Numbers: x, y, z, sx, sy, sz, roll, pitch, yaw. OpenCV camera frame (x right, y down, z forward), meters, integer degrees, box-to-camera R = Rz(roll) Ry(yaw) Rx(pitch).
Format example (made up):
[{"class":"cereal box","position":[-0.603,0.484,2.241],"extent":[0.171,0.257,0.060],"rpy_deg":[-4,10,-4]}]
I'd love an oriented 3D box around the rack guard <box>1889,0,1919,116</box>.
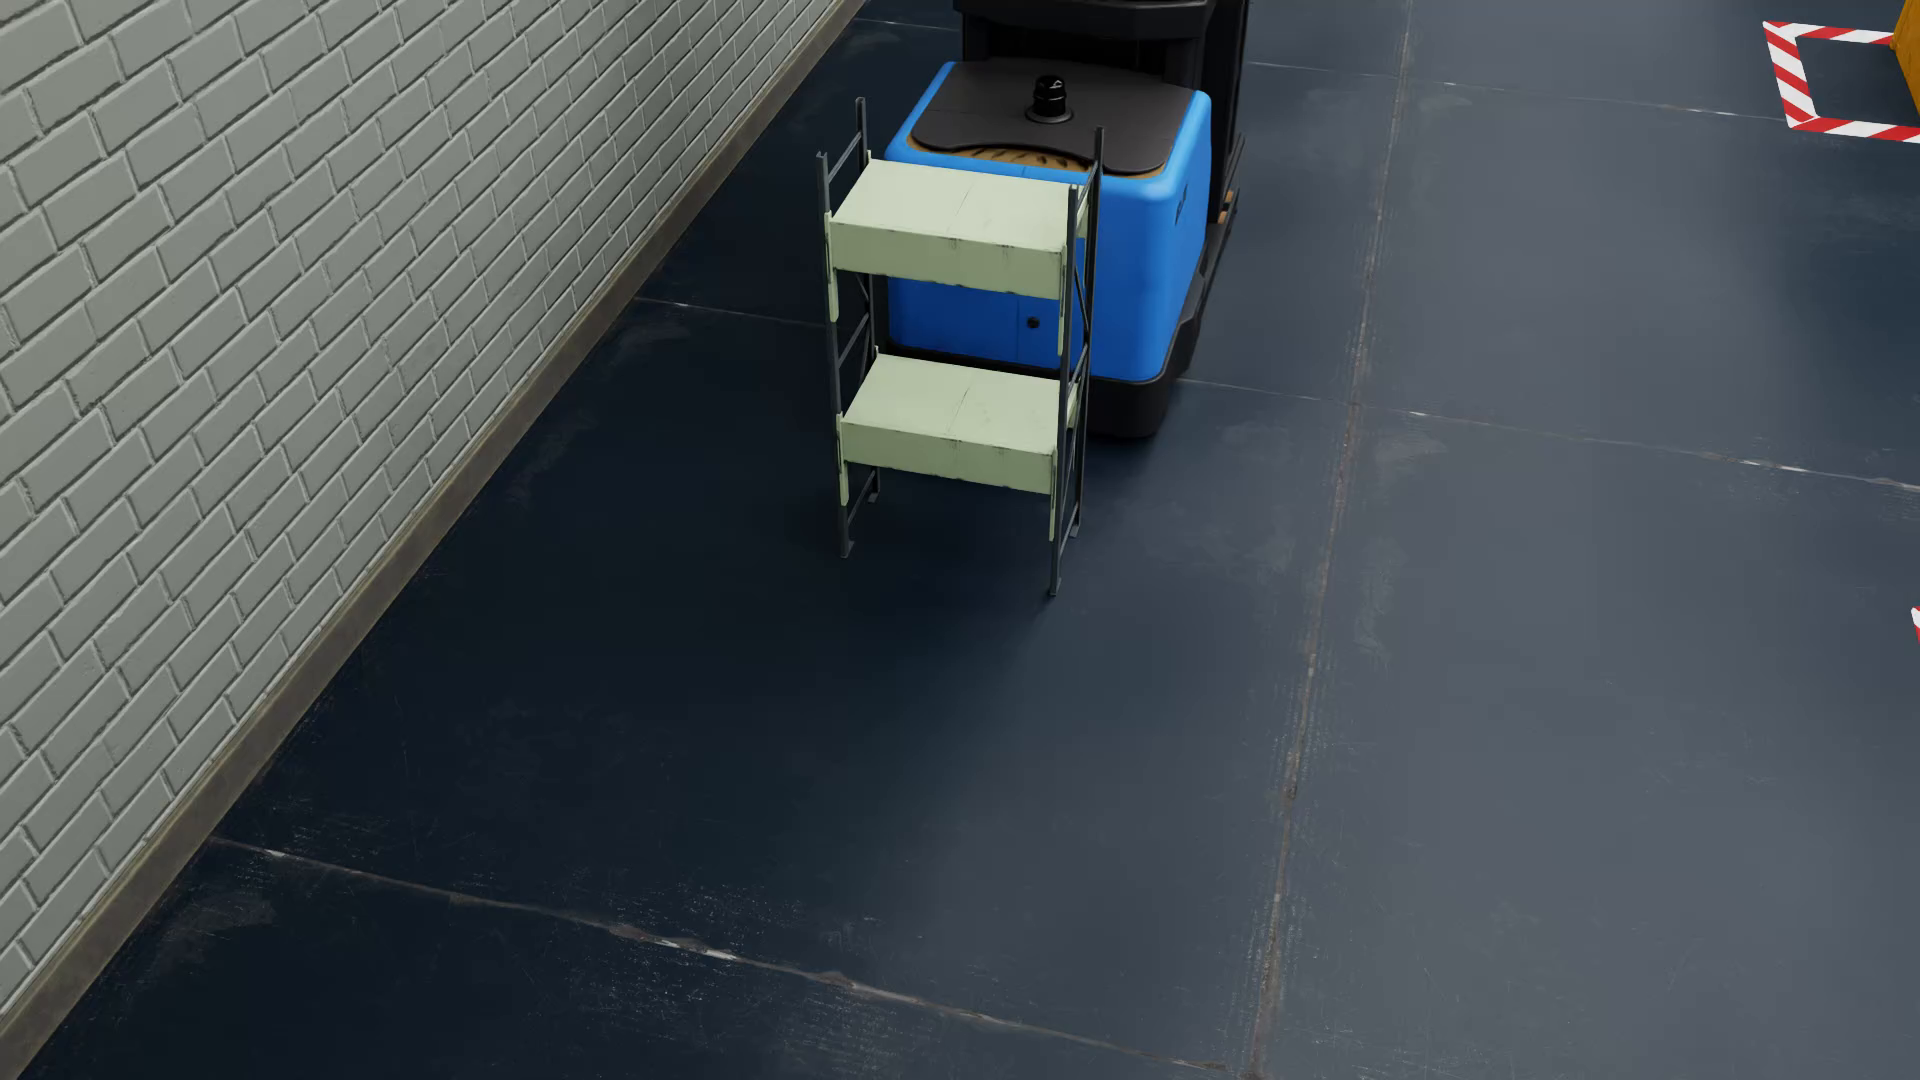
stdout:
[{"class":"rack guard","position":[5.008,-2.489,8.325],"extent":[0.348,0.500,1.175],"rpy_deg":[10,41,11]}]

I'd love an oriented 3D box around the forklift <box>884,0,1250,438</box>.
[{"class":"forklift","position":[0.613,-2.452,6.391],"extent":[1.130,2.935,3.031],"rpy_deg":[10,41,12]}]

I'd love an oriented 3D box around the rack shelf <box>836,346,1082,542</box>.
[{"class":"rack shelf","position":[0.006,-0.324,5.476],"extent":[0.720,0.370,0.431],"rpy_deg":[10,41,11]}]

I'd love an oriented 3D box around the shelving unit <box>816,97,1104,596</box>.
[{"class":"shelving unit","position":[0.006,-0.573,5.266],"extent":[0.755,1.500,0.431],"rpy_deg":[10,41,11]}]

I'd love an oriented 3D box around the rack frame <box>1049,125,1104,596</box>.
[{"class":"rack frame","position":[0.360,-0.512,5.194],"extent":[0.023,1.500,0.400],"rpy_deg":[10,41,11]}]

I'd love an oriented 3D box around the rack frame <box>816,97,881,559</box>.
[{"class":"rack frame","position":[-0.347,-0.634,5.339],"extent":[0.023,1.500,0.400],"rpy_deg":[10,41,11]}]

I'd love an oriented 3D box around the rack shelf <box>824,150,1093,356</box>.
[{"class":"rack shelf","position":[0.006,-0.872,5.015],"extent":[0.720,0.370,0.431],"rpy_deg":[10,41,11]}]
